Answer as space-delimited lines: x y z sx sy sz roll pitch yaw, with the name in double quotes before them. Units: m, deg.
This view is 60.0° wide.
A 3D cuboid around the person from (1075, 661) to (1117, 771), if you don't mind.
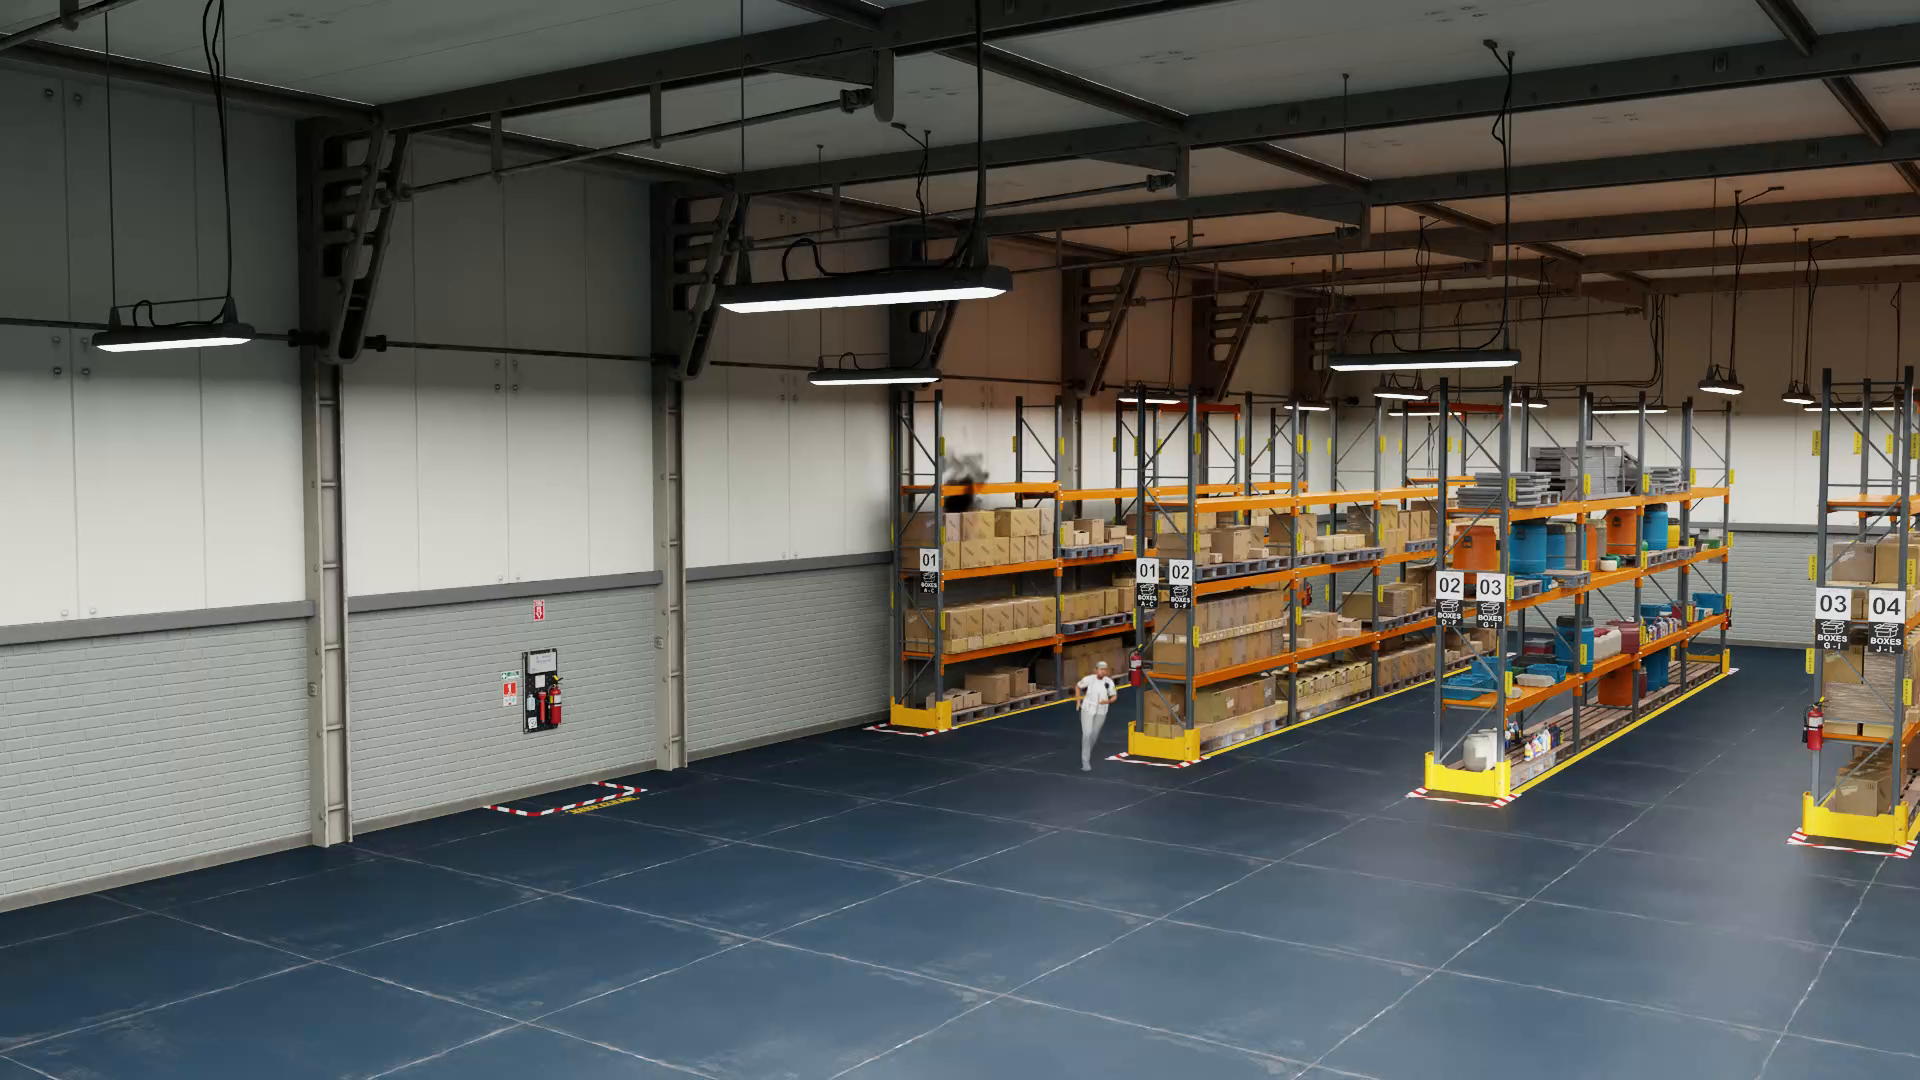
"person" 2.139 2.715 26.033 0.635 1.650 0.890 0 3 -8
